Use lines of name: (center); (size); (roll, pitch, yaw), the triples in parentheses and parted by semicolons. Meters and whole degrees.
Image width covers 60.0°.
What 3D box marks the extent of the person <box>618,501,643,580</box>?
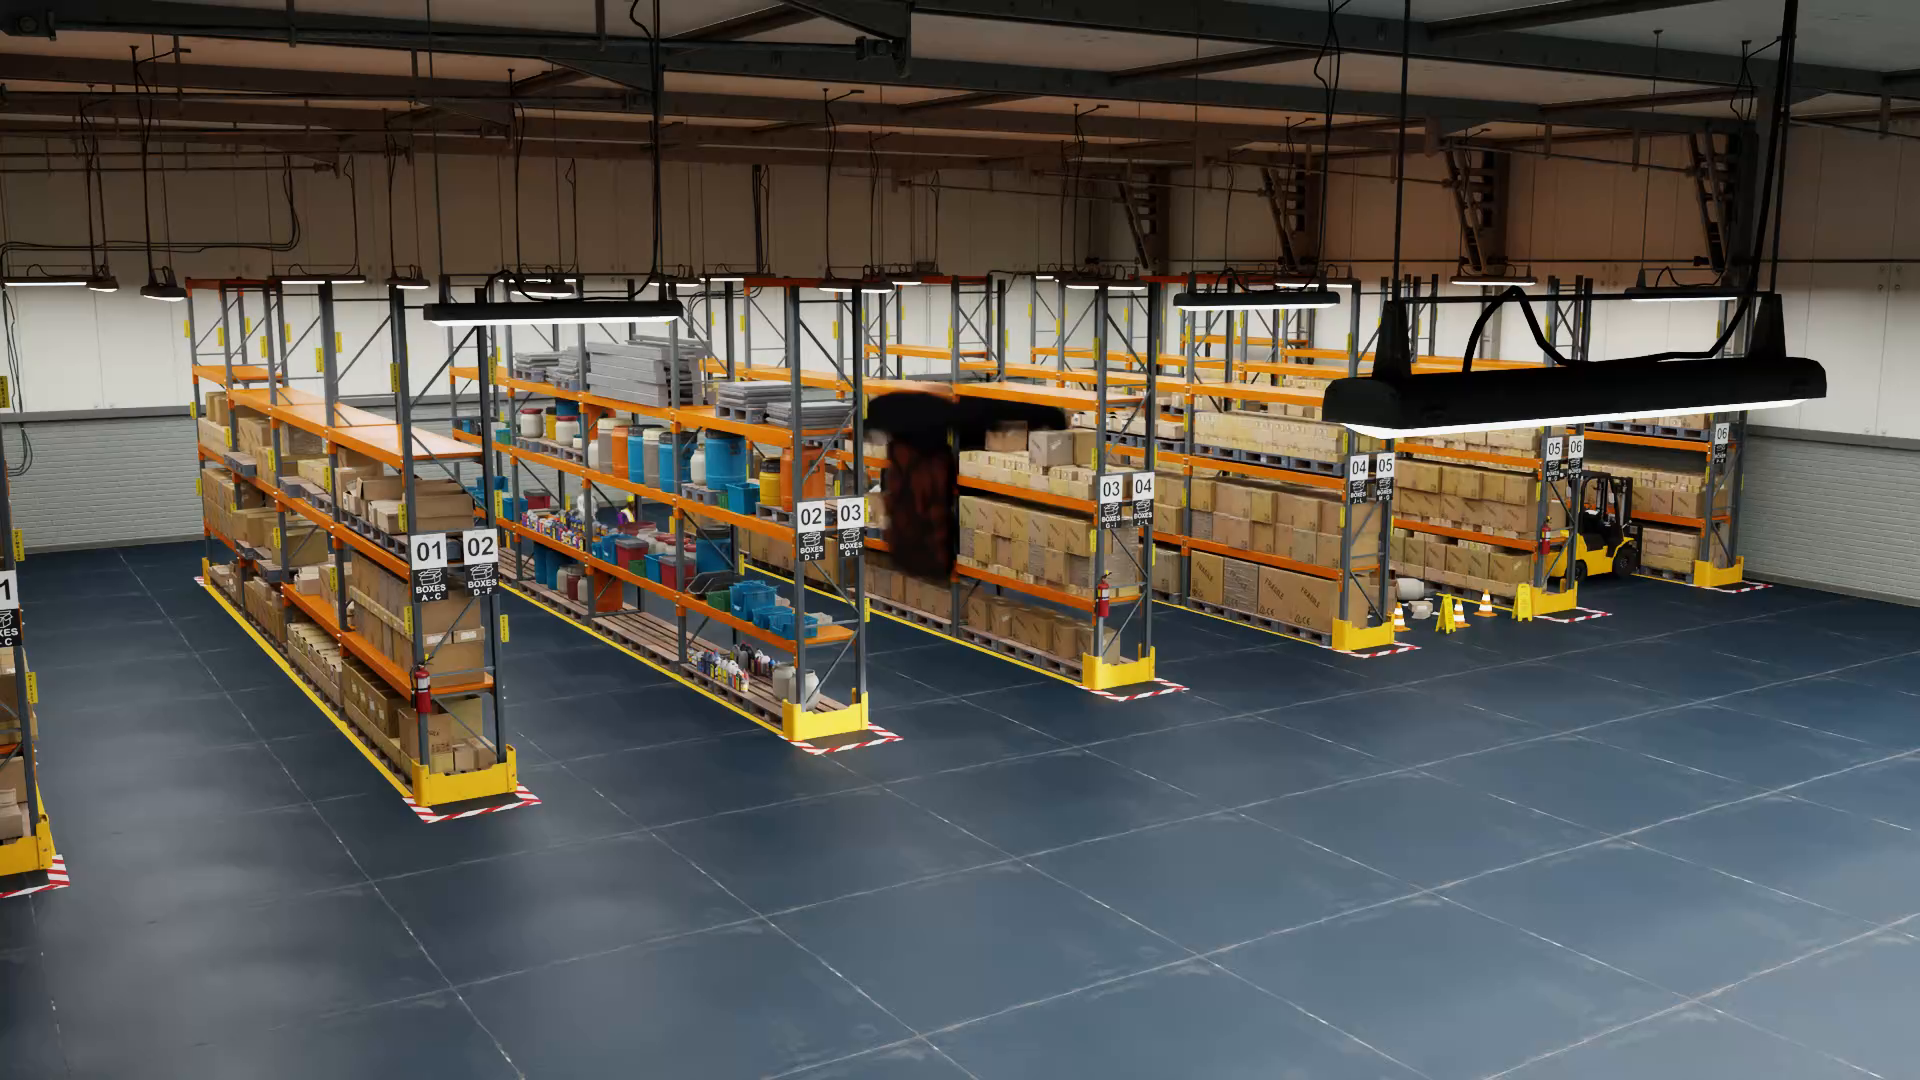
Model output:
person: (-6.434, 0.028, 32.652); (0.667, 1.786, 0.853); (-9, 13, -42)

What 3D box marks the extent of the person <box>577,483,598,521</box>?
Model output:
person: (-7.915, -0.508, 35.418); (0.789, 1.550, 0.574); (9, 13, 44)

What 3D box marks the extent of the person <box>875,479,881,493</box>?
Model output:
person: (-1.859, -0.685, 37.523); (0.620, 1.588, 0.586); (0, 10, -3)
